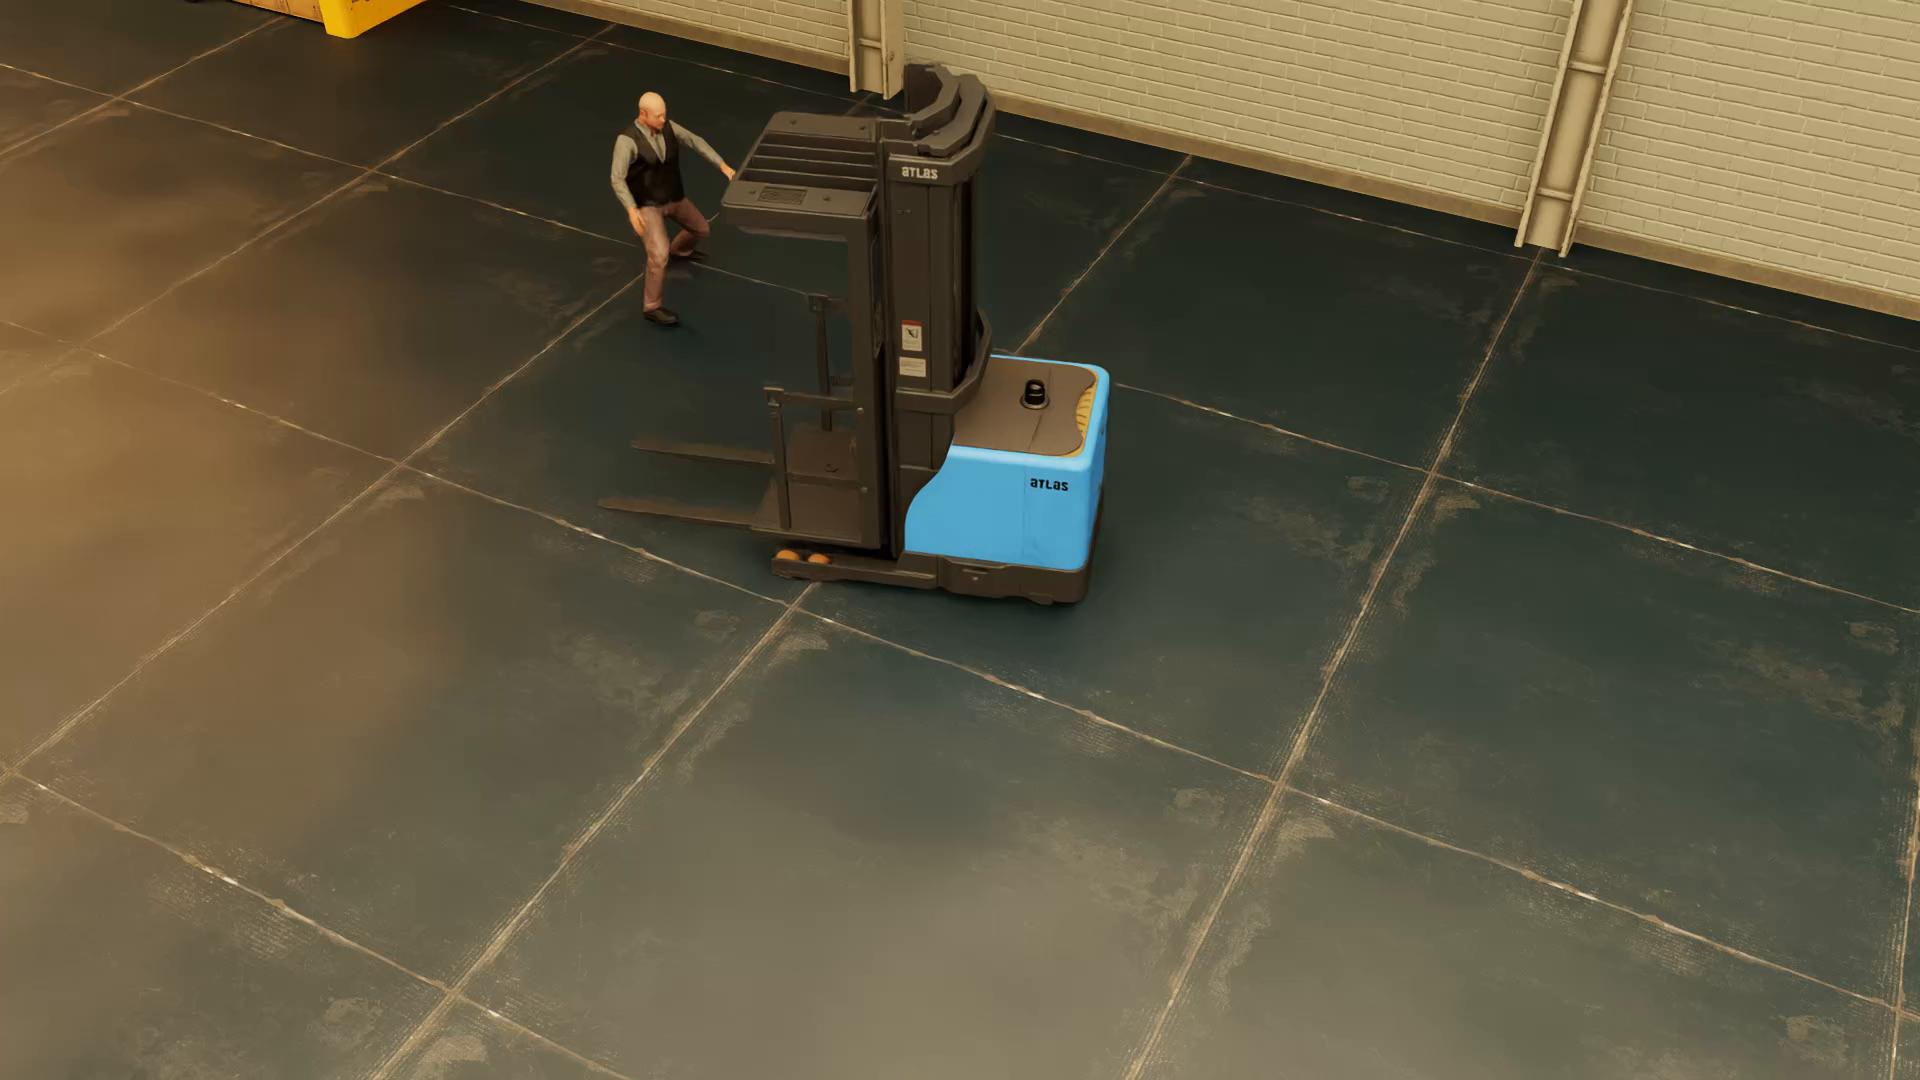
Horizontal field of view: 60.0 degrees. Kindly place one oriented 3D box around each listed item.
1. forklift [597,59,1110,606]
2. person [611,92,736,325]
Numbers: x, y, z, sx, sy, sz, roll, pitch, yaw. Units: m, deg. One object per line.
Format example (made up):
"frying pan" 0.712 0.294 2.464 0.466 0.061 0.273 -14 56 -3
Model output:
"forklift" -0.673 -1.199 9.410 3.031 2.935 1.130 7 41 8
"person" -2.095 -2.469 12.018 0.840 1.583 0.969 31 49 32
